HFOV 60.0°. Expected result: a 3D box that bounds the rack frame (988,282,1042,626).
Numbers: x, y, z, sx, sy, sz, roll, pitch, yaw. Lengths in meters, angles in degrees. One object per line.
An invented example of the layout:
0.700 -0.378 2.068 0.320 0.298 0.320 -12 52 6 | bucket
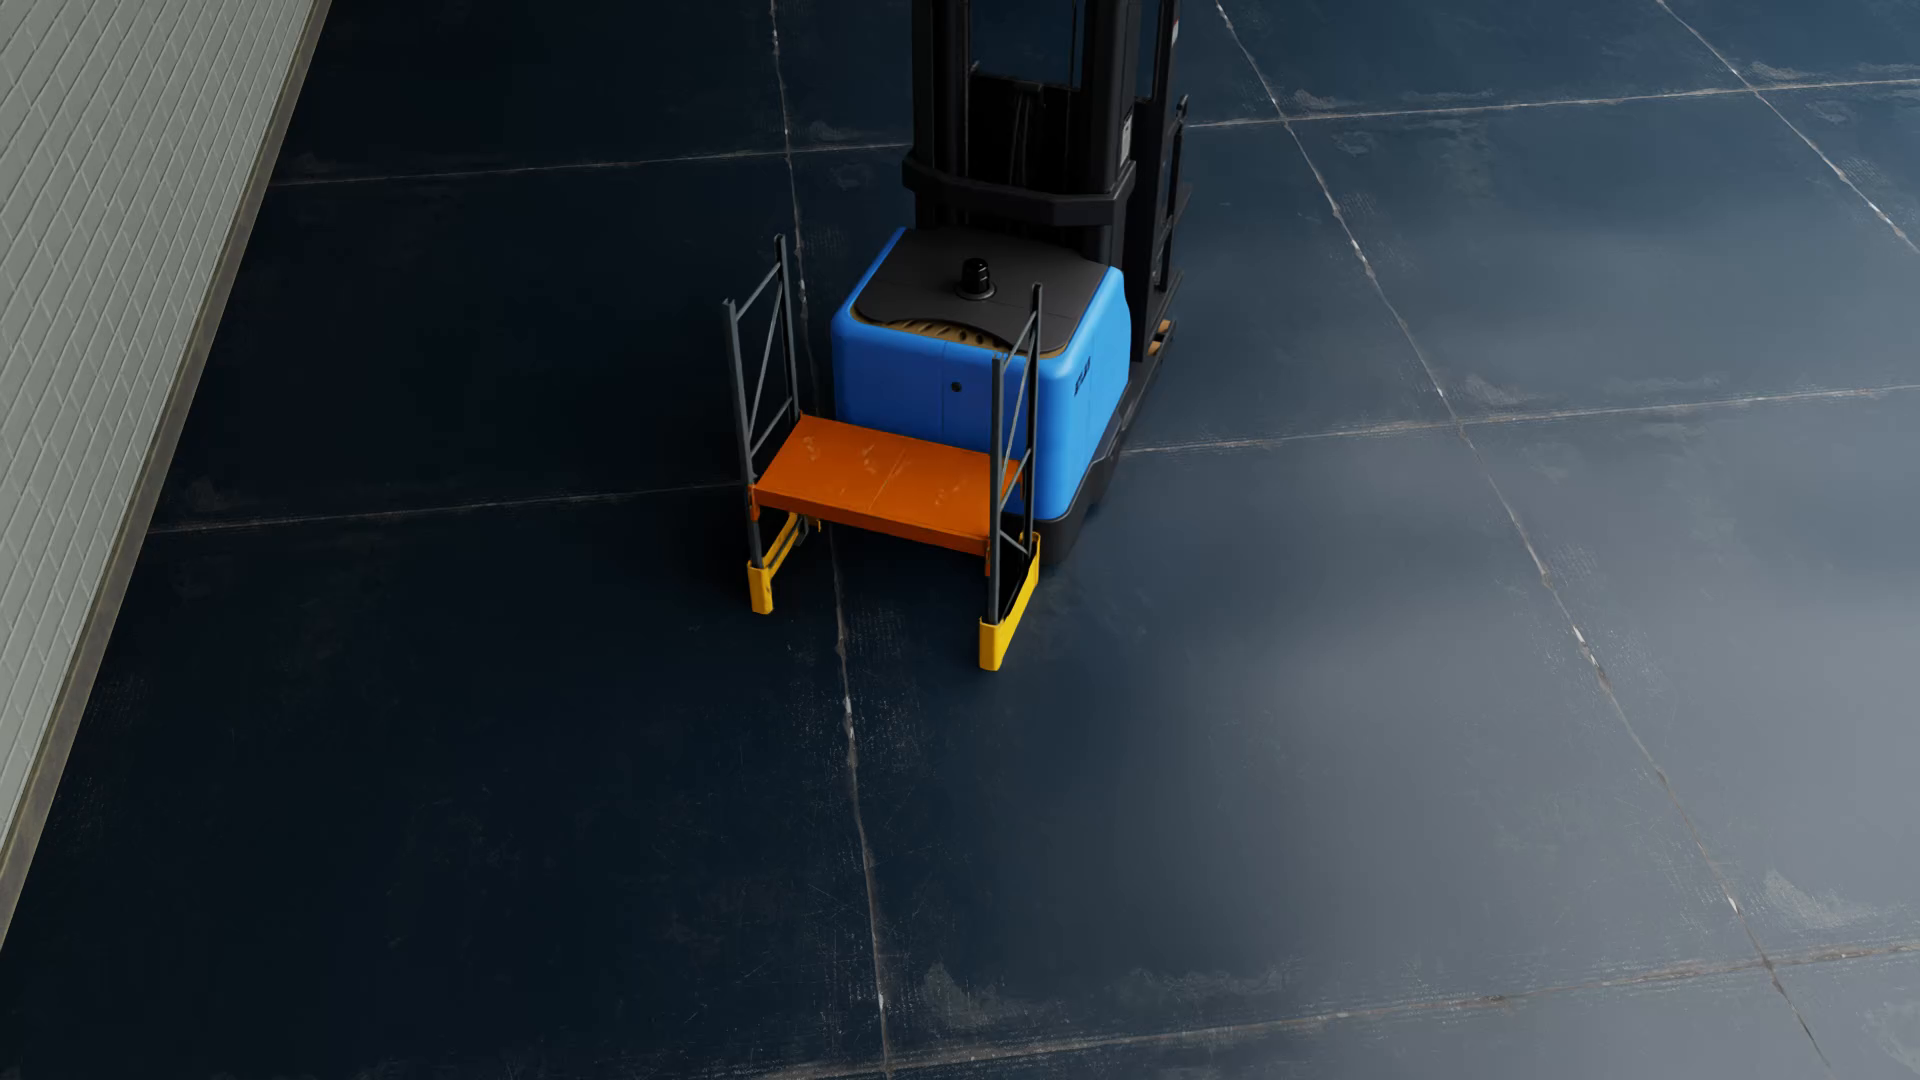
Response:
0.205 -0.221 6.375 0.032 1.500 0.500 13 44 14 | rack frame

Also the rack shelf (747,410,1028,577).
-0.276 -0.198 6.618 1.000 0.185 0.538 13 44 14 | rack shelf

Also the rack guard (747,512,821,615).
-0.738 0.026 7.034 0.087 0.250 0.587 13 44 14 | rack guard

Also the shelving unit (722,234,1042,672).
-0.267 -0.329 6.495 1.083 1.500 0.587 13 44 14 | shelving unit

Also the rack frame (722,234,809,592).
-0.757 -0.442 6.620 0.032 1.500 0.500 13 44 14 | rack frame

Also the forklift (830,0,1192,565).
0.437 -1.983 7.260 1.130 2.935 3.031 13 44 14 | forklift

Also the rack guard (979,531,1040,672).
0.203 0.243 6.794 0.087 0.250 0.587 13 44 14 | rack guard
